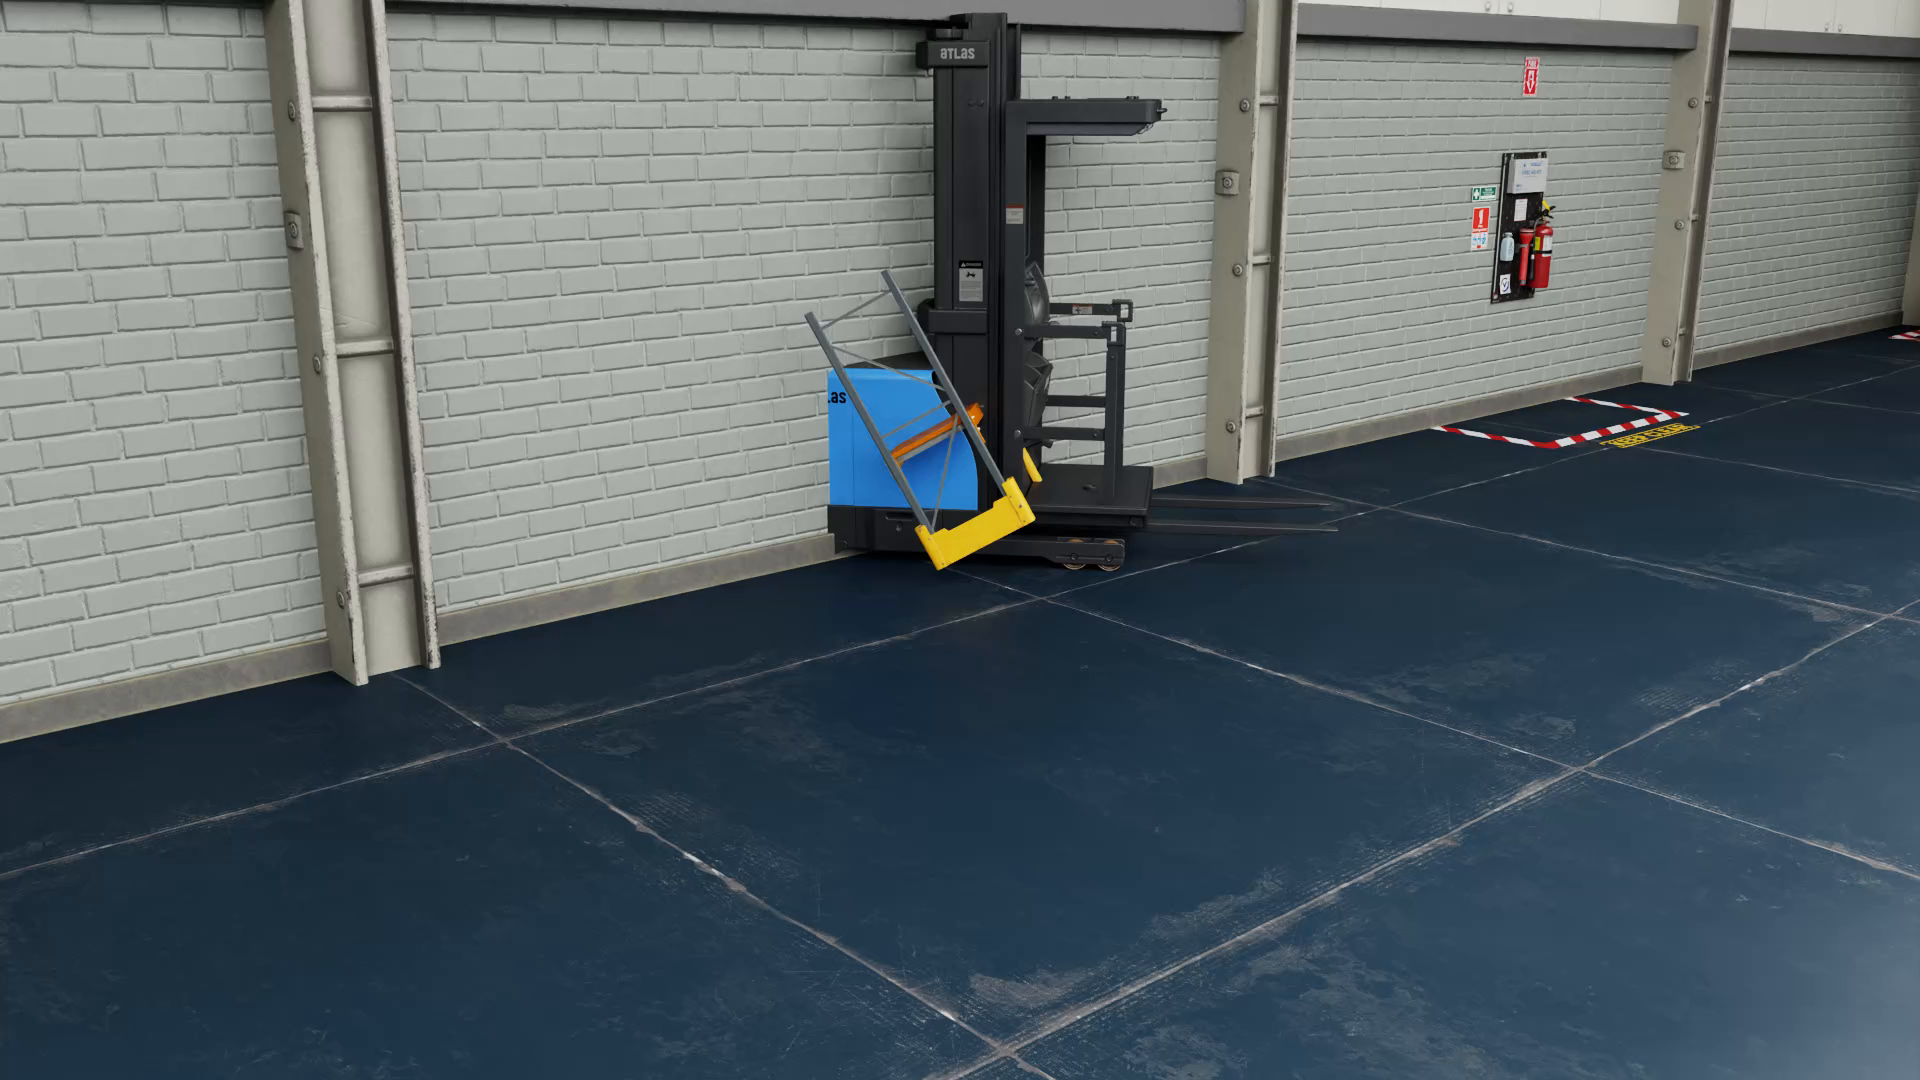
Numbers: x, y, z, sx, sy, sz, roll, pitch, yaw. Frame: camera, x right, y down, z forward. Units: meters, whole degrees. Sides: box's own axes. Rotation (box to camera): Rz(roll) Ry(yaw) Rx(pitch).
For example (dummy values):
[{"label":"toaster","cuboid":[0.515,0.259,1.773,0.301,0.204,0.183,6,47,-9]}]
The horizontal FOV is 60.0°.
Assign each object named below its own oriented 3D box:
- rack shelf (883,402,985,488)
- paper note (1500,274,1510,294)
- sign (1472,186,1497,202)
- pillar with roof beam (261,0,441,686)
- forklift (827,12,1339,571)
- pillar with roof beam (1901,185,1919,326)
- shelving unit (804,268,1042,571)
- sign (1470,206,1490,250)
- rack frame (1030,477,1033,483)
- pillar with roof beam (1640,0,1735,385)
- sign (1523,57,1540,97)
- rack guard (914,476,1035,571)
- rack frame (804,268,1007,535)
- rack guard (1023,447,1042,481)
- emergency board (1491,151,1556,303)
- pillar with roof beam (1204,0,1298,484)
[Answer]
[{"label":"rack shelf","cuboid":[-0.087,-0.573,9.148,0.538,0.185,1.000,-27,8,11]},{"label":"paper note","cuboid":[4.368,-2.048,13.313,0.142,0.148,0.016,-13,19,-39]},{"label":"sign","cuboid":[4.071,-2.689,12.909,0.331,0.109,0.001,-13,19,-39]},{"label":"pillar with roof beam","cuboid":[0.209,-2.929,3.278,0.400,9.000,9.100,-13,19,-39]},{"label":"forklift","cuboid":[0.617,-1.393,9.285,3.031,2.935,1.130,2,15,8]},{"label":"pillar with roof beam","cuboid":[13.788,-5.978,14.694,0.400,9.000,9.100,-13,19,-39]},{"label":"shelving unit","cuboid":[-0.173,-0.731,9.132,0.587,1.500,1.083,-27,8,11]},{"label":"sign","cuboid":[4.062,-2.434,12.981,0.234,0.329,0.001,-13,19,-39]},{"label":"rack frame","cuboid":[-0.123,-0.835,9.618,0.500,1.500,0.032,-27,8,11]},{"label":"pillar with roof beam","cuboid":[9.262,-4.962,10.889,0.400,9.000,9.100,-13,19,-39]},{"label":"sign","cuboid":[4.475,-3.628,13.029,0.199,0.298,0.001,-13,19,-39]},{"label":"rack guard","cuboid":[0.078,-0.086,8.733,0.587,0.250,0.087,-27,8,11]},{"label":"rack frame","cuboid":[-0.224,-0.623,8.629,0.500,1.500,0.032,-27,8,11]},{"label":"rack guard","cuboid":[0.177,-0.293,9.702,0.587,0.250,0.087,-27,8,11]},{"label":"emergency board","cuboid":[4.547,-2.490,13.261,0.643,1.169,0.194,-13,19,-39]},{"label":"pillar with roof beam","cuboid":[4.736,-3.945,7.083,0.400,9.000,9.100,-13,19,-39]}]
